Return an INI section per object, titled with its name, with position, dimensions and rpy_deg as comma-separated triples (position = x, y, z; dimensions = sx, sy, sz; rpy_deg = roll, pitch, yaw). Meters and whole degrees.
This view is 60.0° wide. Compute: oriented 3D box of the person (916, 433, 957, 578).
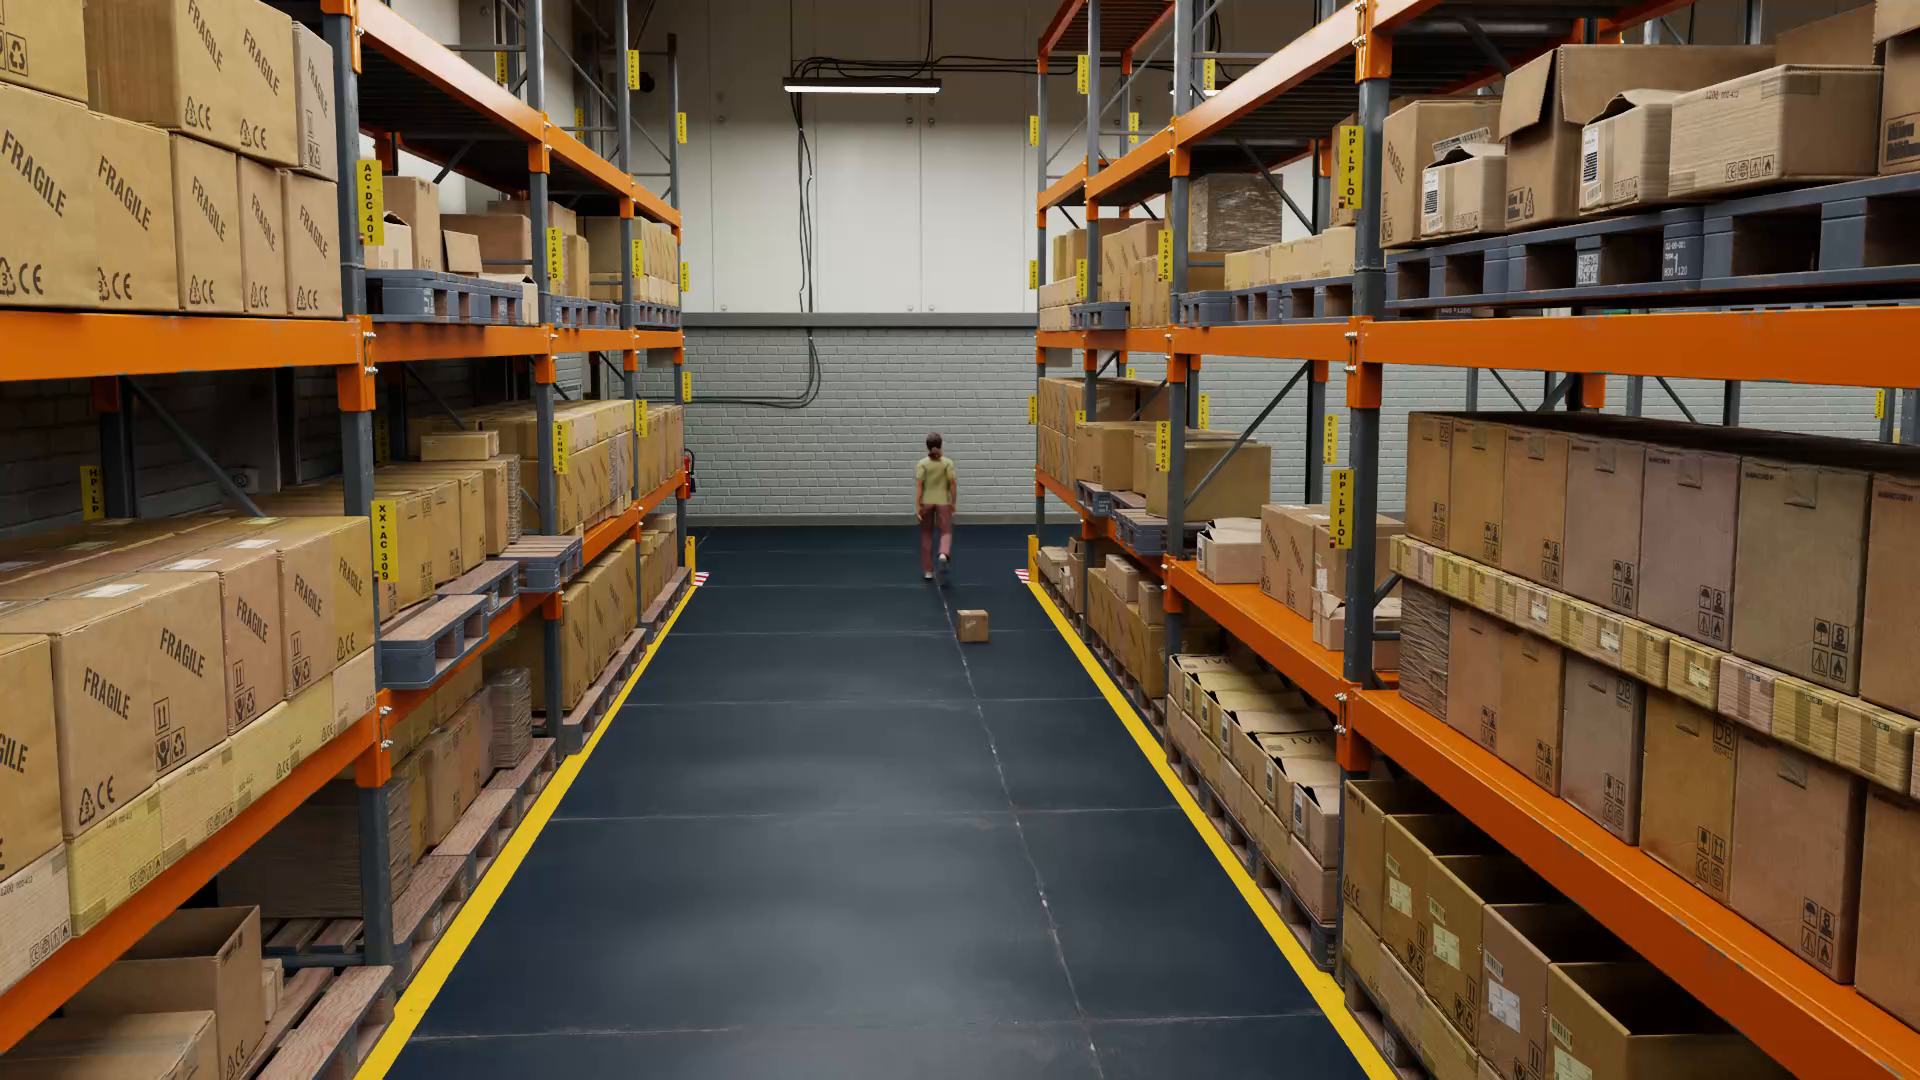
[person]
position = -0.269, -0.375, 18.771
dimensions = 0.462, 1.651, 0.754
rpy_deg = 0, 7, -1
